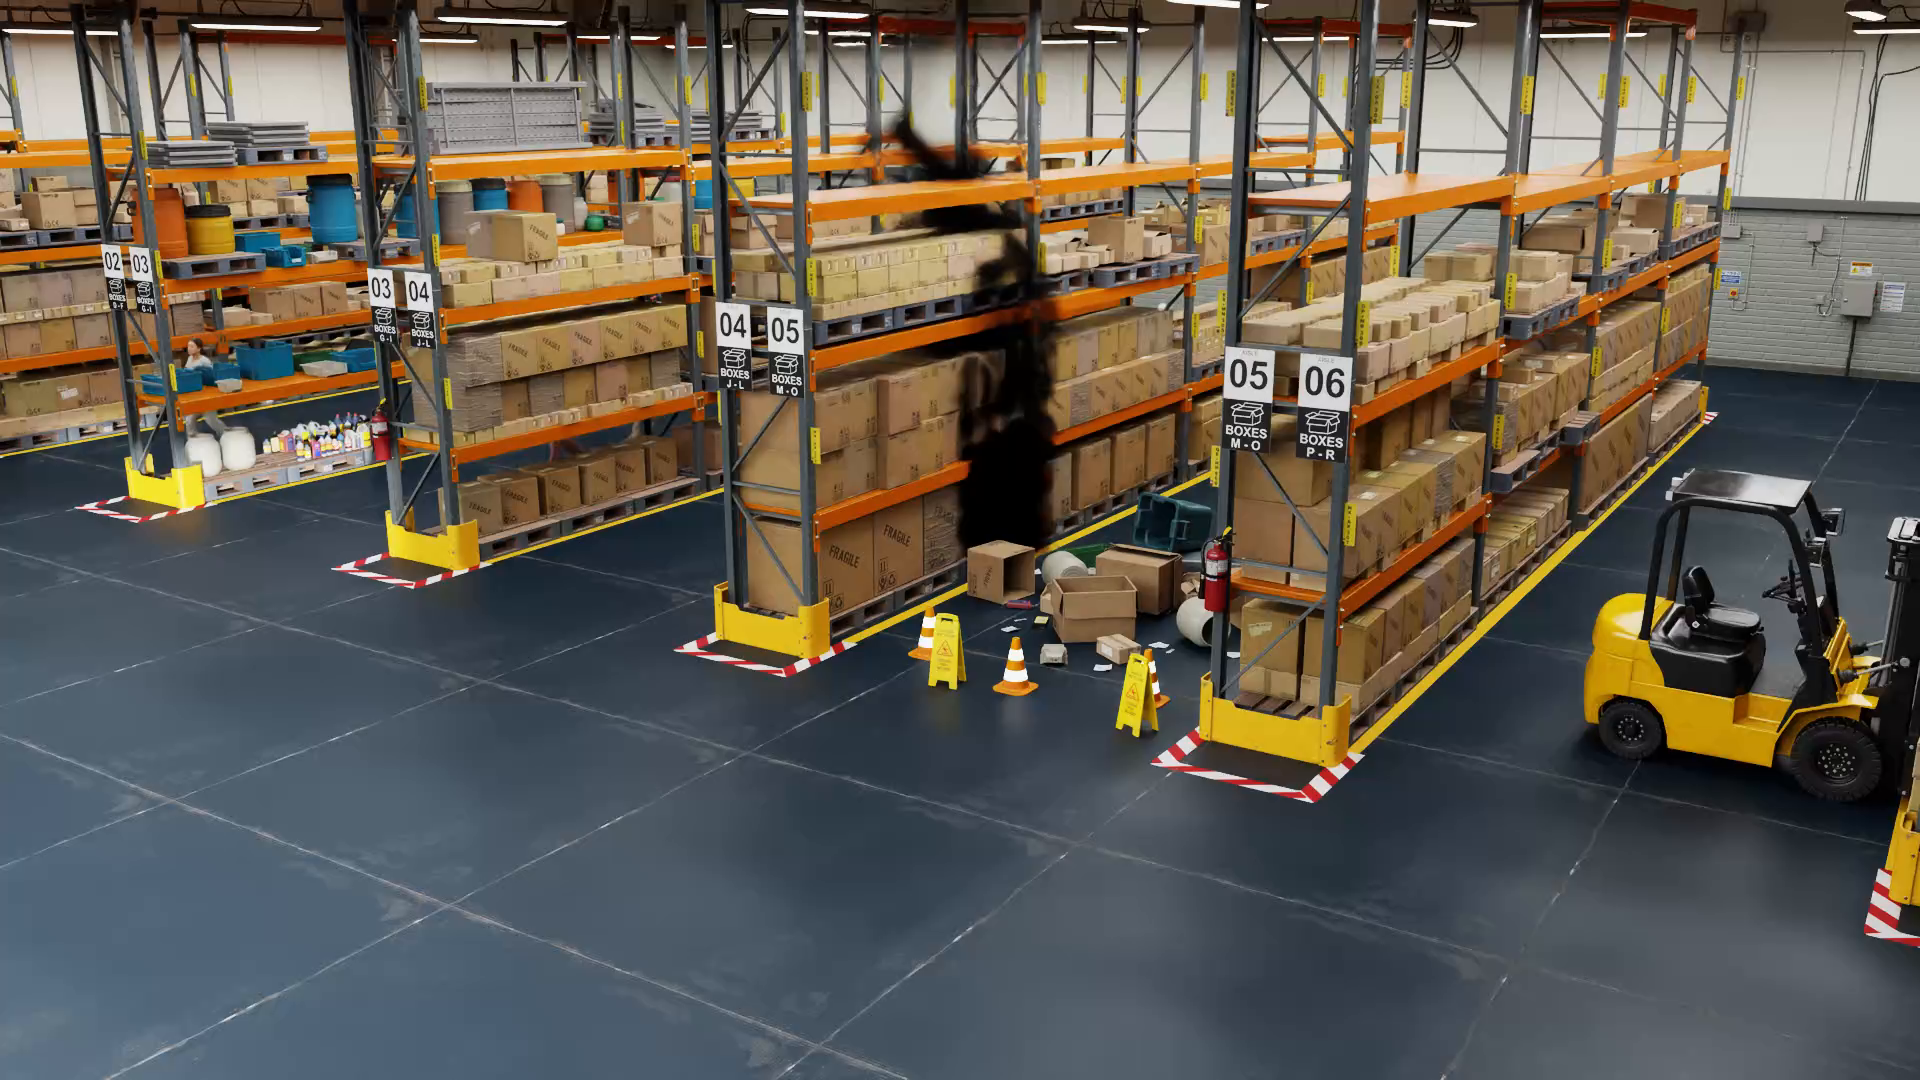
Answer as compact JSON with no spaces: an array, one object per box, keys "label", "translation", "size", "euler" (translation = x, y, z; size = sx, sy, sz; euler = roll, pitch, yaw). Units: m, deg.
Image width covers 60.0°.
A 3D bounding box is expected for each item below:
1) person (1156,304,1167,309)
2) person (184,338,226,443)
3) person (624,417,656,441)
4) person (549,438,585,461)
[{"label":"person","translation":[3.169,-2.759,25.857],"size":[0.633,1.830,0.820],"euler":[11,19,34]},{"label":"person","translation":[-10.555,-1.987,23.161],"size":[0.568,1.680,0.882],"euler":[5,16,19]},{"label":"person","translation":[-4.707,-2.363,24.438],"size":[0.667,1.706,0.983],"euler":[7,17,24]},{"label":"person","translation":[-5.263,-1.606,21.903],"size":[0.555,1.683,0.880],"euler":[9,18,30]}]
